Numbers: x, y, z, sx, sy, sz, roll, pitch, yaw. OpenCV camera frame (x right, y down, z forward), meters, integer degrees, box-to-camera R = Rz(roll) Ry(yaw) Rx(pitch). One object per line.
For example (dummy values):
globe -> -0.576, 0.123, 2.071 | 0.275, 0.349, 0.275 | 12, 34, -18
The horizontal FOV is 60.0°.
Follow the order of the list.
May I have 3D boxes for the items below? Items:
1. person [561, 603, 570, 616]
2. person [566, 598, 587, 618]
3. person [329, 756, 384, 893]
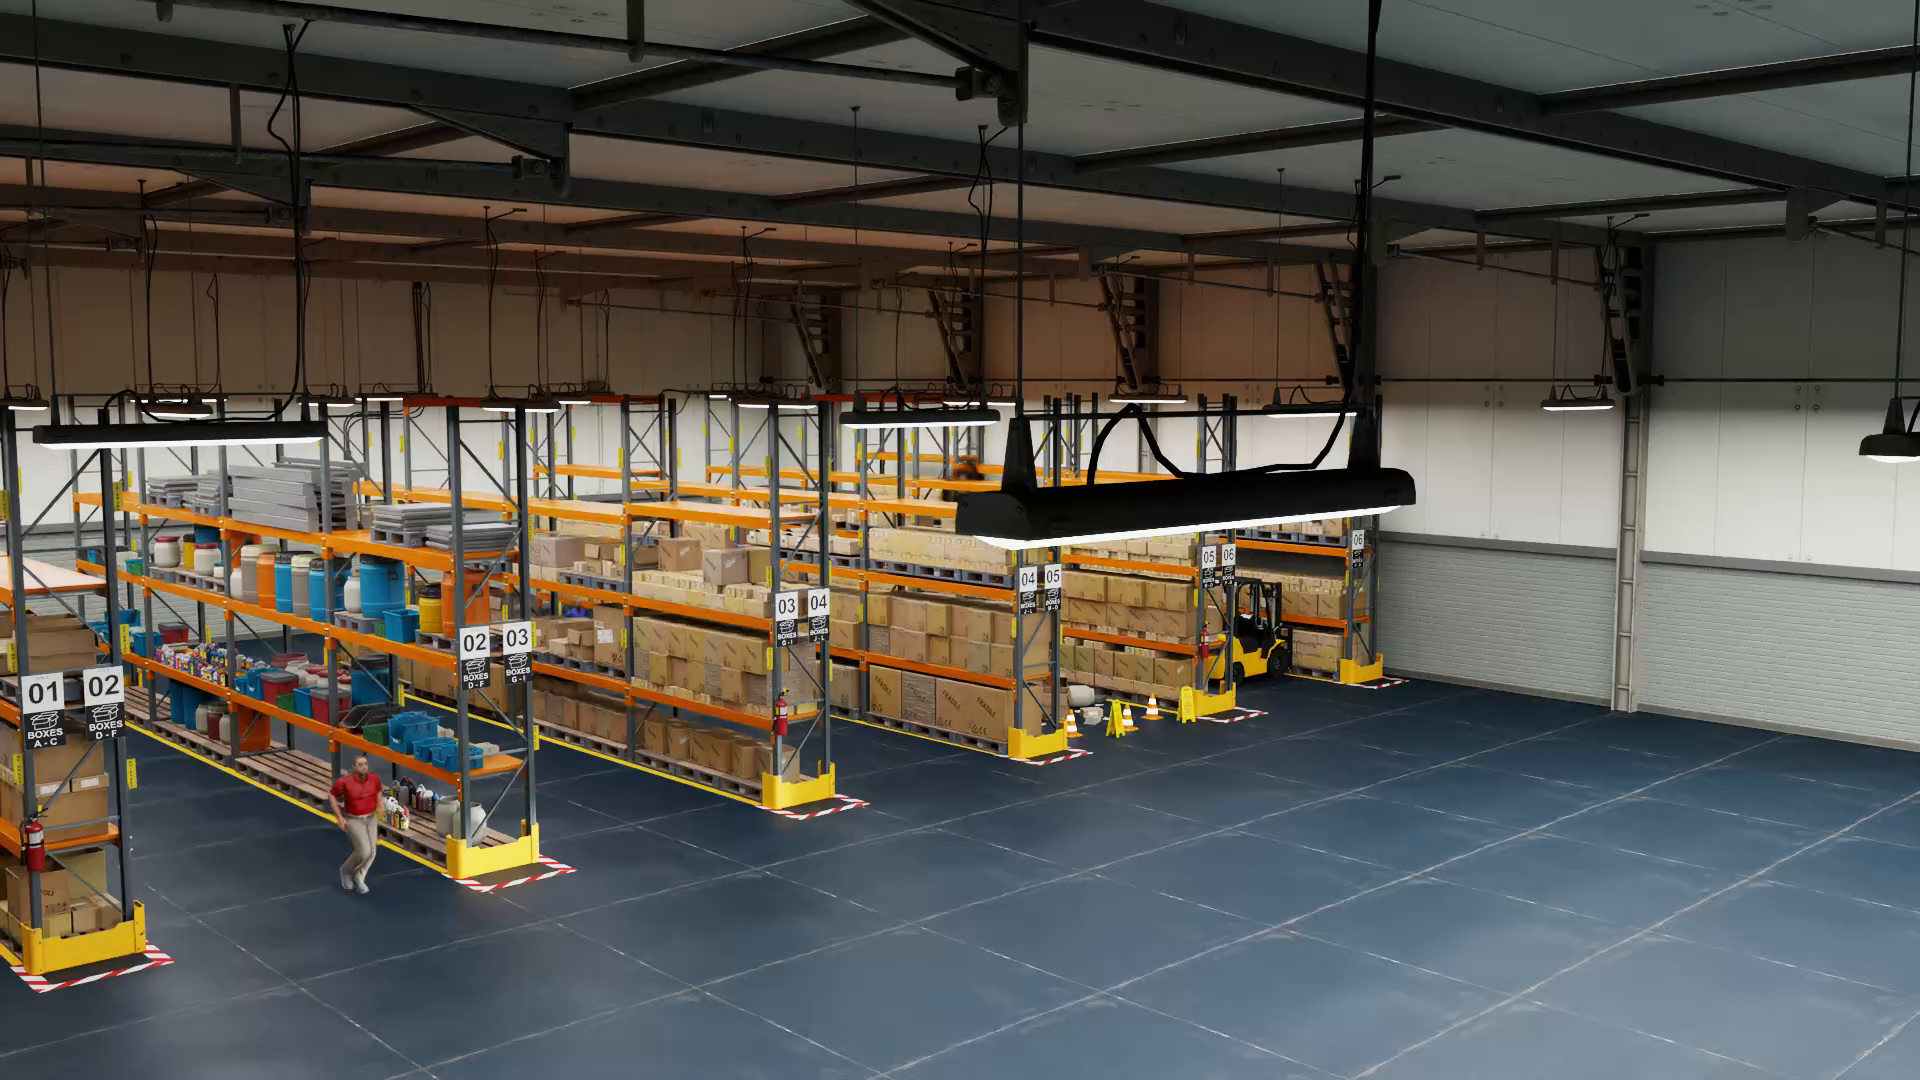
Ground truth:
person -> -9.733, 1.450, 41.404 | 0.914, 1.779, 0.682 | -4, 7, -37
person -> -8.298, 2.059, 36.013 | 0.581, 1.638, 0.658 | -5, 8, -43
person -> -7.406, 3.516, 20.632 | 0.550, 1.699, 0.628 | 4, 7, 39
